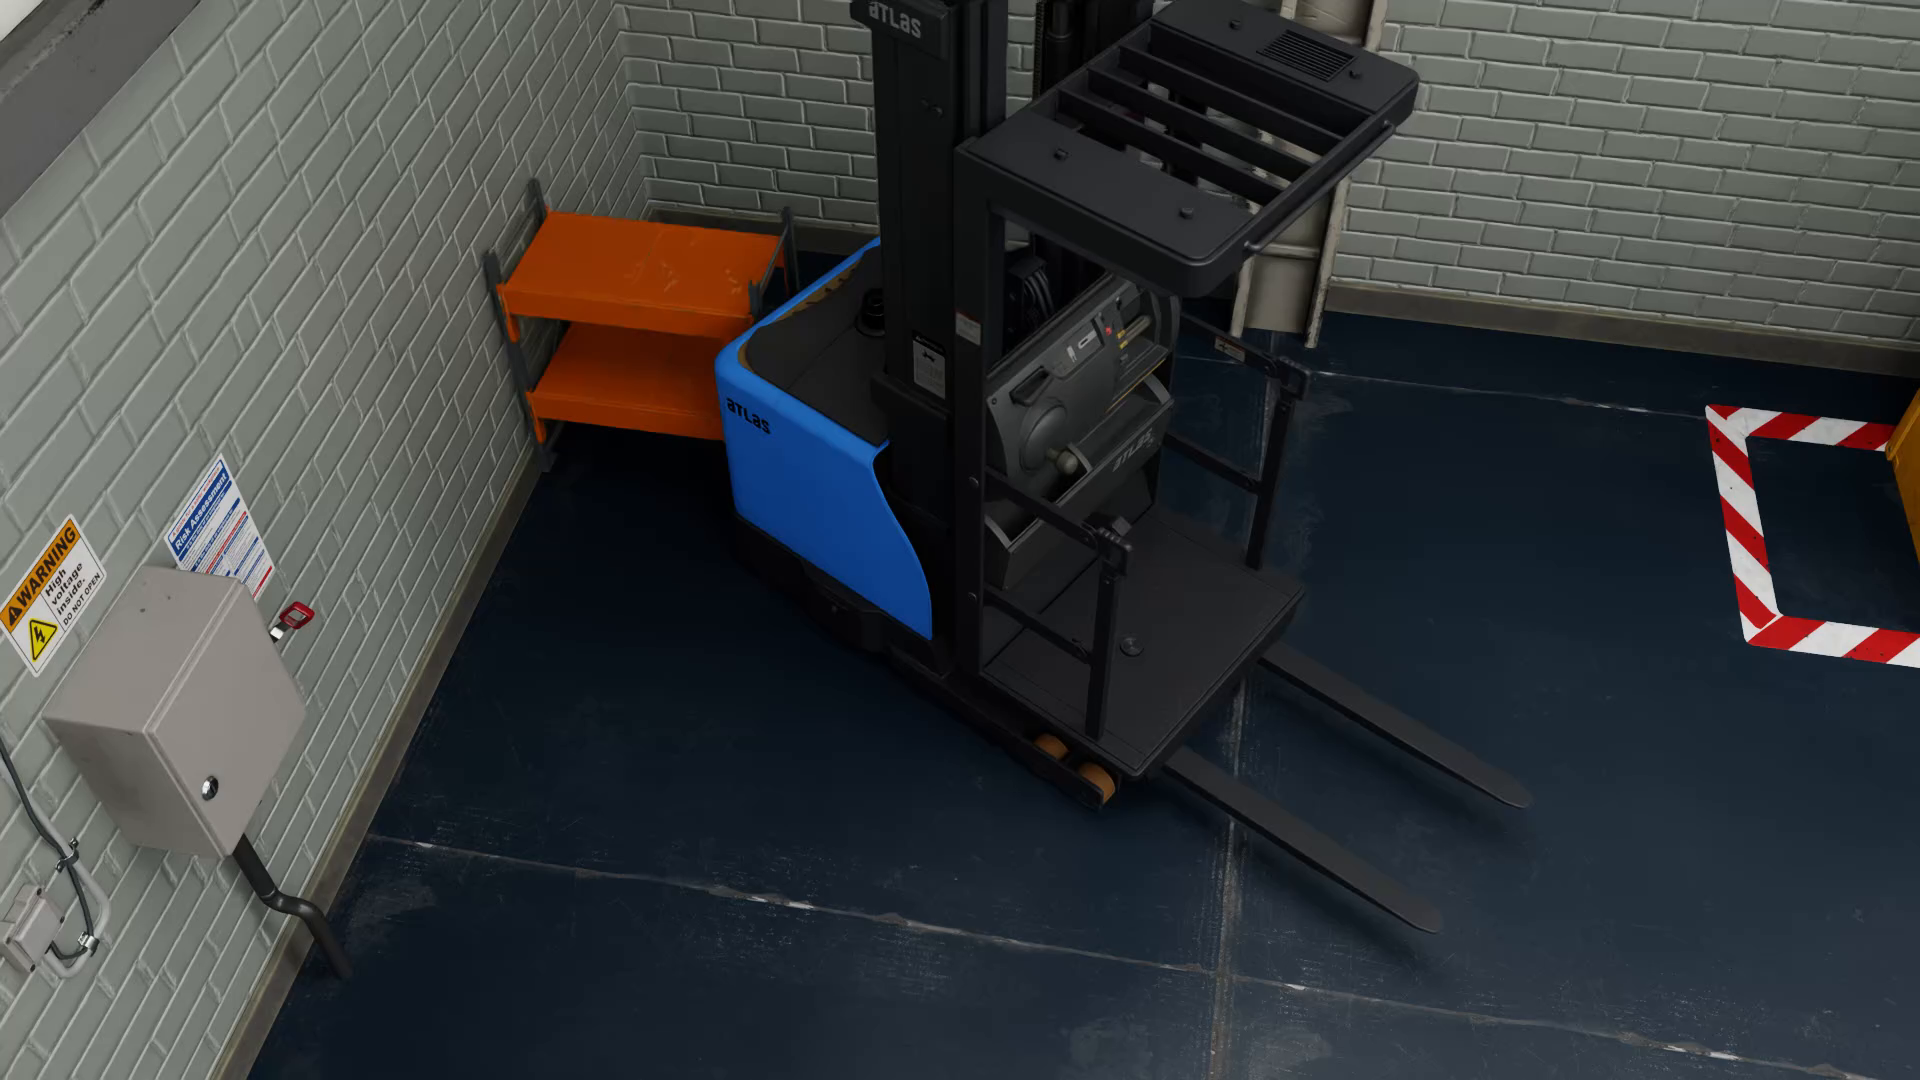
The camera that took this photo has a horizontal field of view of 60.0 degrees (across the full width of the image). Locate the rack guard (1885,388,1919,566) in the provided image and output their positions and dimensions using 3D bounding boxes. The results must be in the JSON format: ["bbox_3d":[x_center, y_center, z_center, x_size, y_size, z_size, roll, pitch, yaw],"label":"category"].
[{"bbox_3d":[4.006,-0.144,6.516,0.348,0.500,1.175,8,49,7],"label":"rack guard"}]

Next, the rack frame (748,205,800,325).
[{"bbox_3d":[-0.698,-0.712,6.580,0.032,1.125,0.500,8,48,8],"label":"rack frame"}]

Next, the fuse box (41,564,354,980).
[{"bbox_3d":[-1.983,0.827,4.828,0.414,1.711,0.539,8,49,7],"label":"fuse box"}]

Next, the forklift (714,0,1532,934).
[{"bbox_3d":[0.566,-0.486,5.188,3.031,2.935,1.130,32,55,25],"label":"forklift"}]

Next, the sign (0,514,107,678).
[{"bbox_3d":[-2.197,0.134,4.030,0.001,0.242,0.339,8,49,7],"label":"sign"}]

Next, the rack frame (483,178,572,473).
[{"bbox_3d":[-1.696,-0.847,6.722,0.032,1.125,0.500,8,48,8],"label":"rack frame"}]

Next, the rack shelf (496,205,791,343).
[{"bbox_3d":[-1.200,-0.979,6.437,1.000,0.278,0.538,8,48,8],"label":"rack shelf"}]

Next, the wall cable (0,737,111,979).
[{"bbox_3d":[-2.260,0.536,3.541,0.122,1.984,0.588,8,49,7],"label":"wall cable"}]

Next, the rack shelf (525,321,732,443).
[{"bbox_3d":[-1.194,-0.613,6.830,1.000,0.278,0.538,8,48,8],"label":"rack shelf"}]

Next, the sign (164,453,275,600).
[{"bbox_3d":[-2.099,0.040,4.734,0.001,0.494,0.329,8,49,7],"label":"sign"}]

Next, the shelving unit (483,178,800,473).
[{"bbox_3d":[-1.197,-0.780,6.651,1.048,1.125,0.538,8,48,8],"label":"shelving unit"}]

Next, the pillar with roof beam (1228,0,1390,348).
[{"bbox_3d":[0.673,-0.860,1.445,0.400,9.000,9.100,8,49,7],"label":"pillar with roof beam"}]
